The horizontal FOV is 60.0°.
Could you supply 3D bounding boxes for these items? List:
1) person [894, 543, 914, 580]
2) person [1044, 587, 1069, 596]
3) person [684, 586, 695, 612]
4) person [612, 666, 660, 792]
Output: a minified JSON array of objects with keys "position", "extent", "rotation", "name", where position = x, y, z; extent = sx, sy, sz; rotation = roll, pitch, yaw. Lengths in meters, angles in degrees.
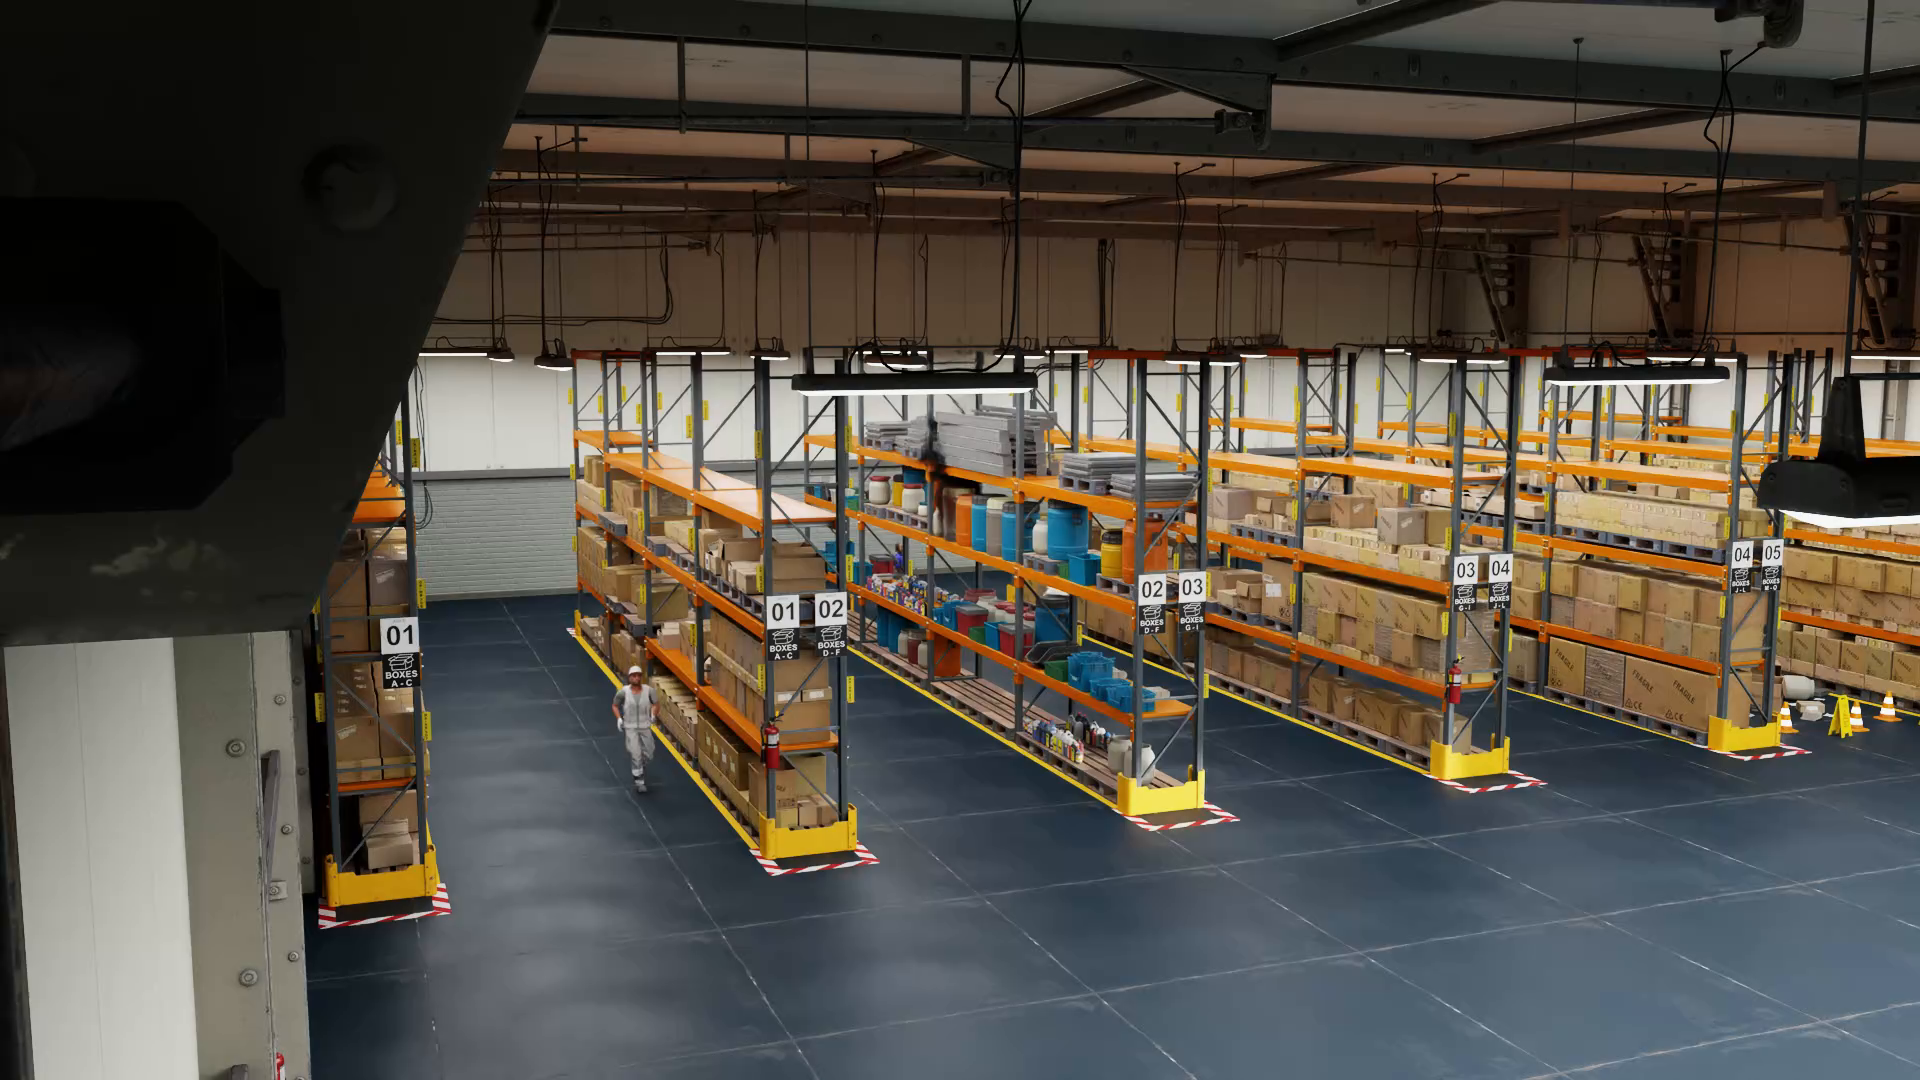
[{"position":[-1.291,0.864,37.478],"extent":[0.677,1.634,0.573],"rotation":[5,9,36],"name":"person"},{"position":[1.834,1.441,30.560],"extent":[0.613,1.691,0.662],"rotation":[-4,8,-28],"name":"person"},{"position":[-5.728,1.122,35.398],"extent":[0.881,1.681,0.704],"rotation":[7,10,43],"name":"person"},{"position":[-4.486,2.601,23.088],"extent":[0.651,1.746,0.692],"rotation":[-2,7,-19],"name":"person"}]
